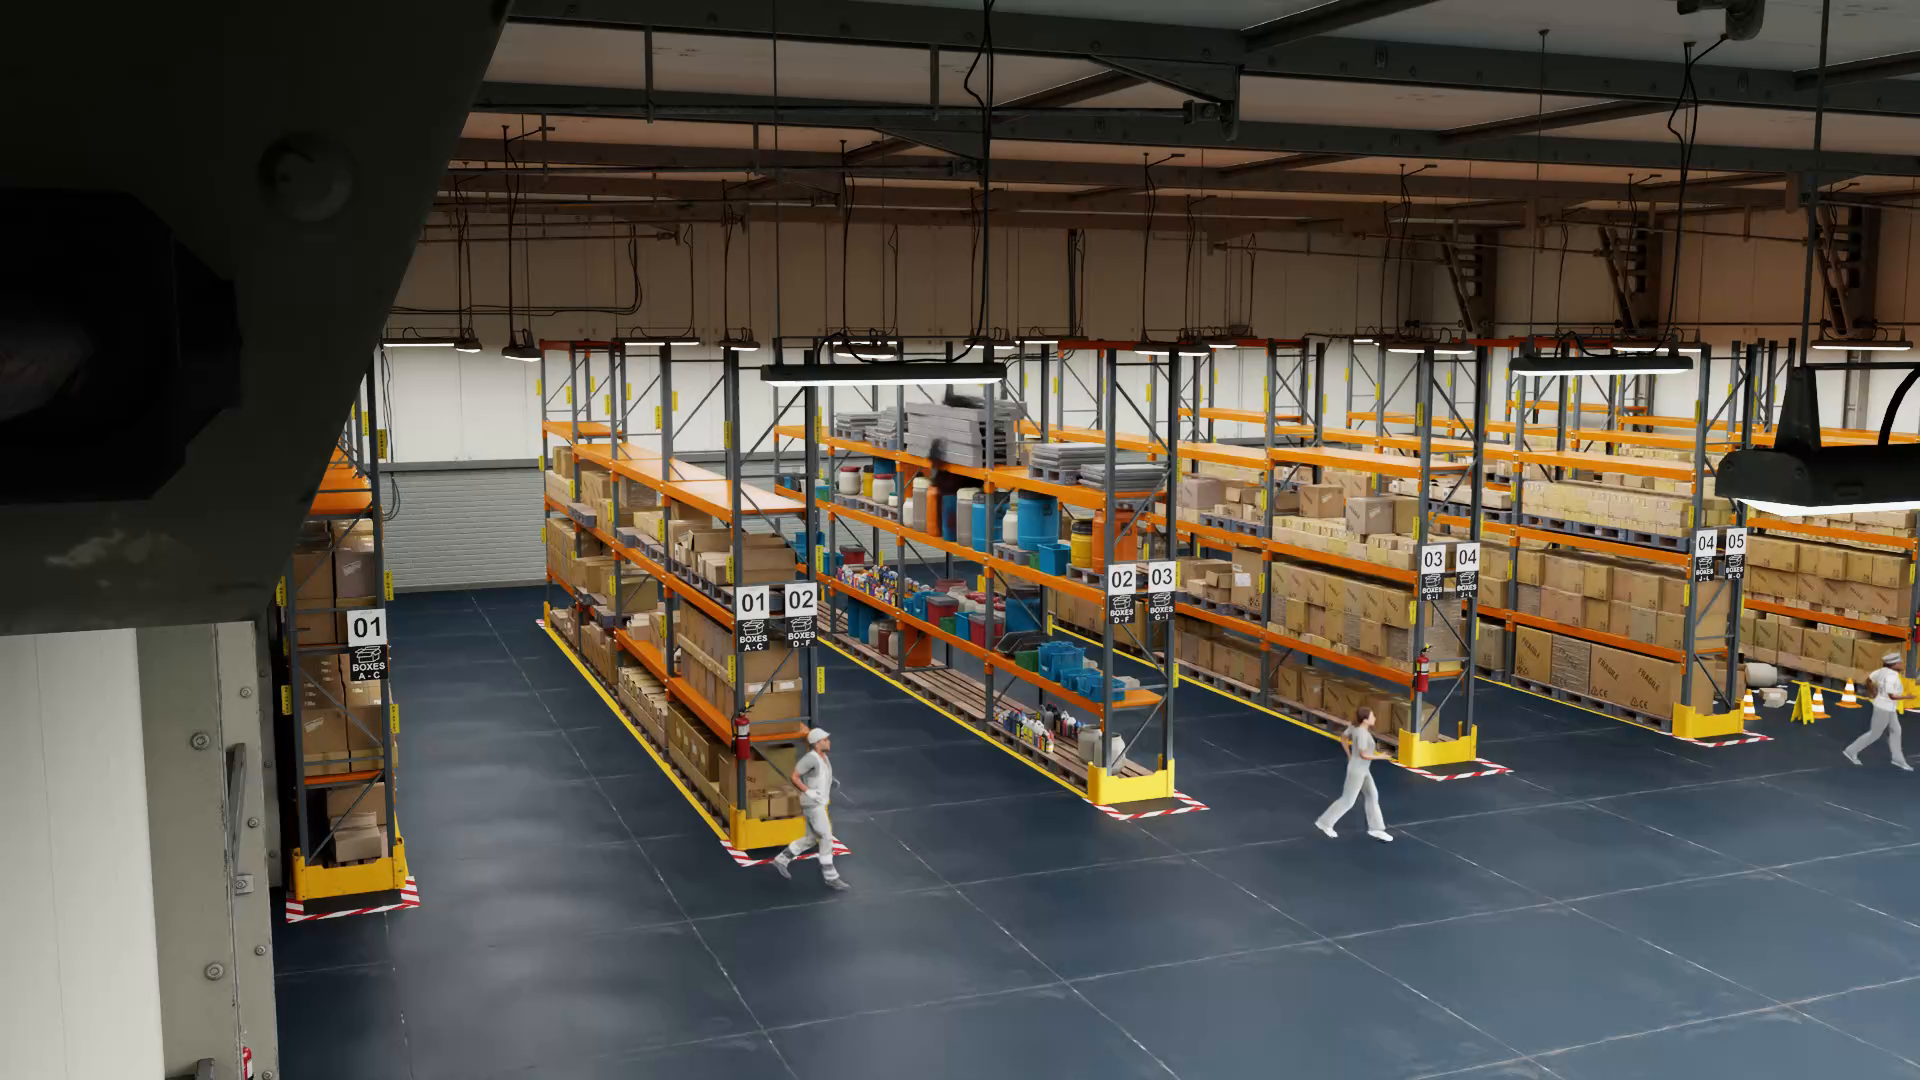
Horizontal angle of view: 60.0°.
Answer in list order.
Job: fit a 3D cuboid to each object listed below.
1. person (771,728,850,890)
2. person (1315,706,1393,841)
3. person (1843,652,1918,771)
[{"bbox_3d":[-1.664,3.019,18.897,0.928,1.778,0.694,1,8,9],"label":"person"},{"bbox_3d":[4.840,2.857,20.330,0.941,1.680,0.530,2,8,12],"label":"person"},{"bbox_3d":[13.093,2.422,23.617,0.918,1.708,0.530,3,8,23],"label":"person"}]
